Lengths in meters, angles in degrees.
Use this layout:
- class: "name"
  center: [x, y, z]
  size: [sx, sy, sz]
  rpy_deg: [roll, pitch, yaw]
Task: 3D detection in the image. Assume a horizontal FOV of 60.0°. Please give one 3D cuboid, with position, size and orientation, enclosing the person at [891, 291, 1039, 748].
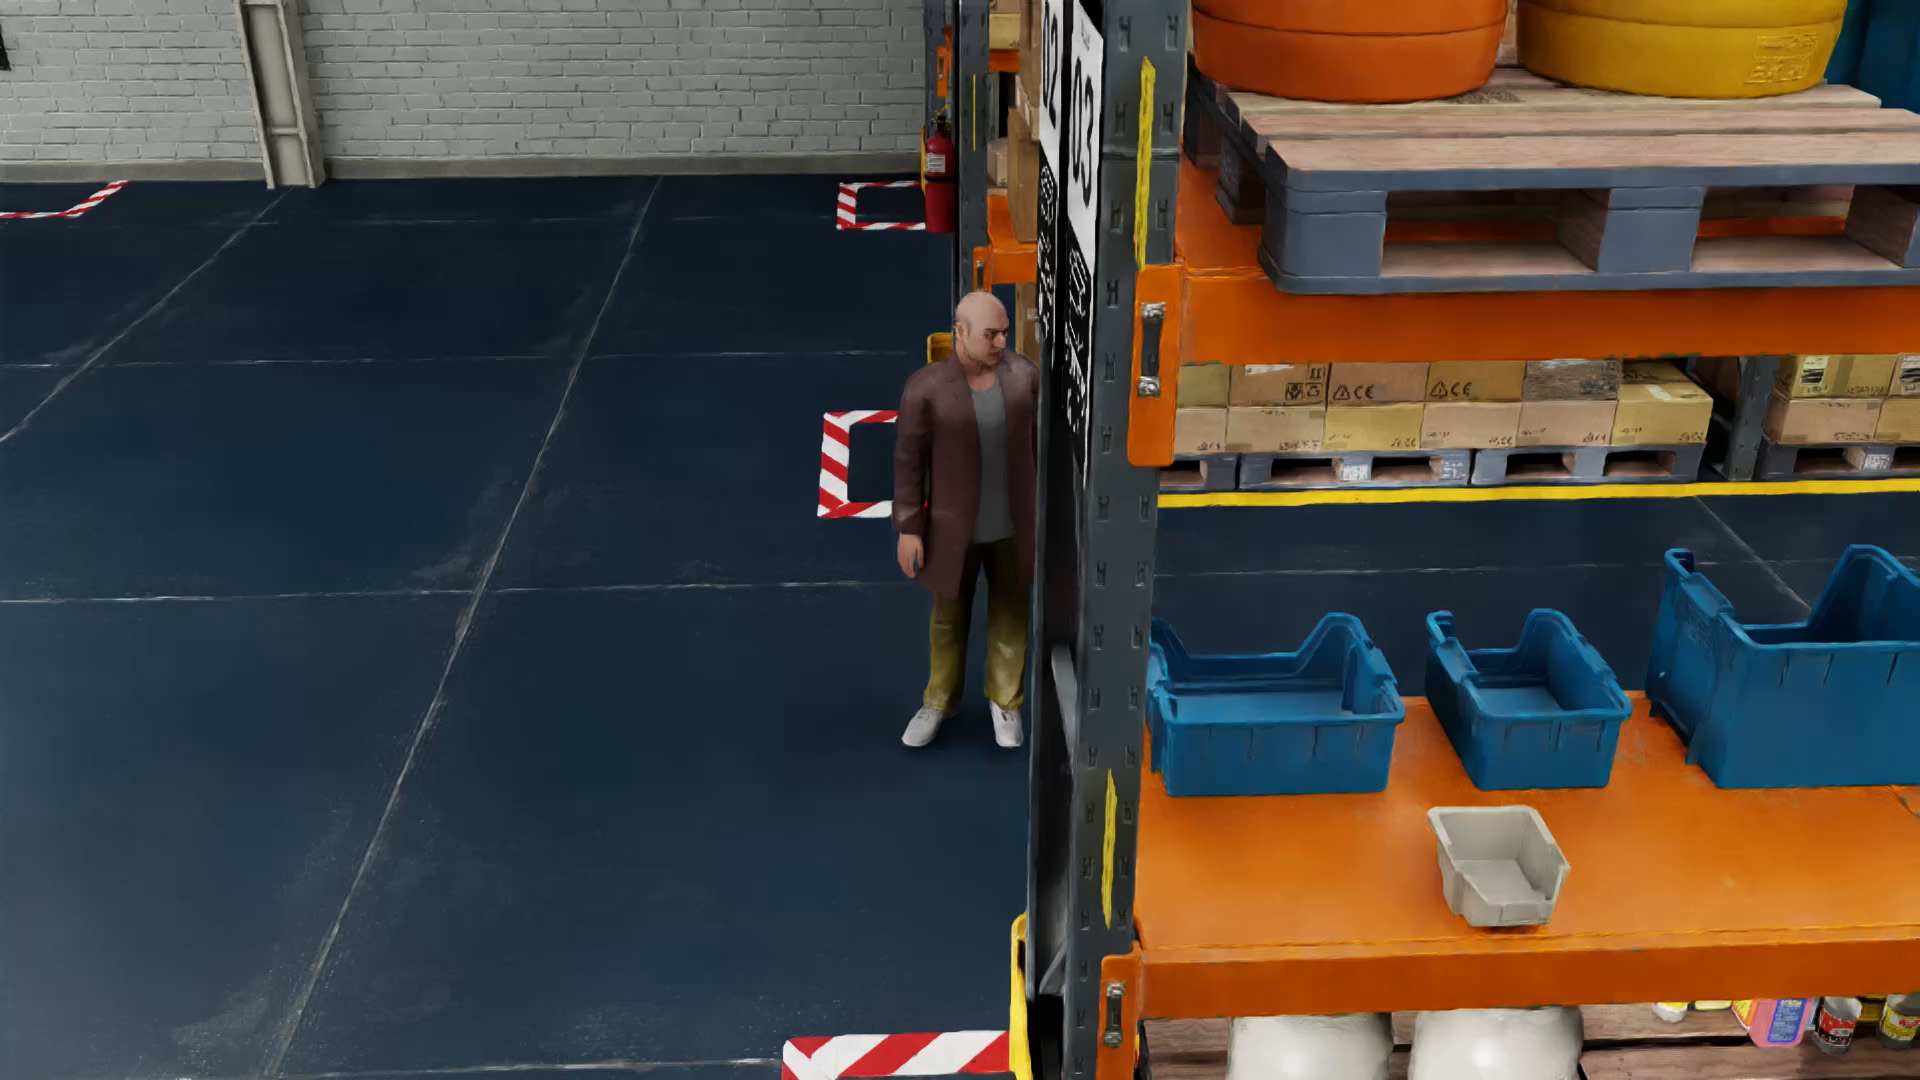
- class: "person"
  center: [0.076, 0.041, 6.208]
  size: [0.659, 1.592, 0.421]
  rpy_deg: [-7, 28, -13]
